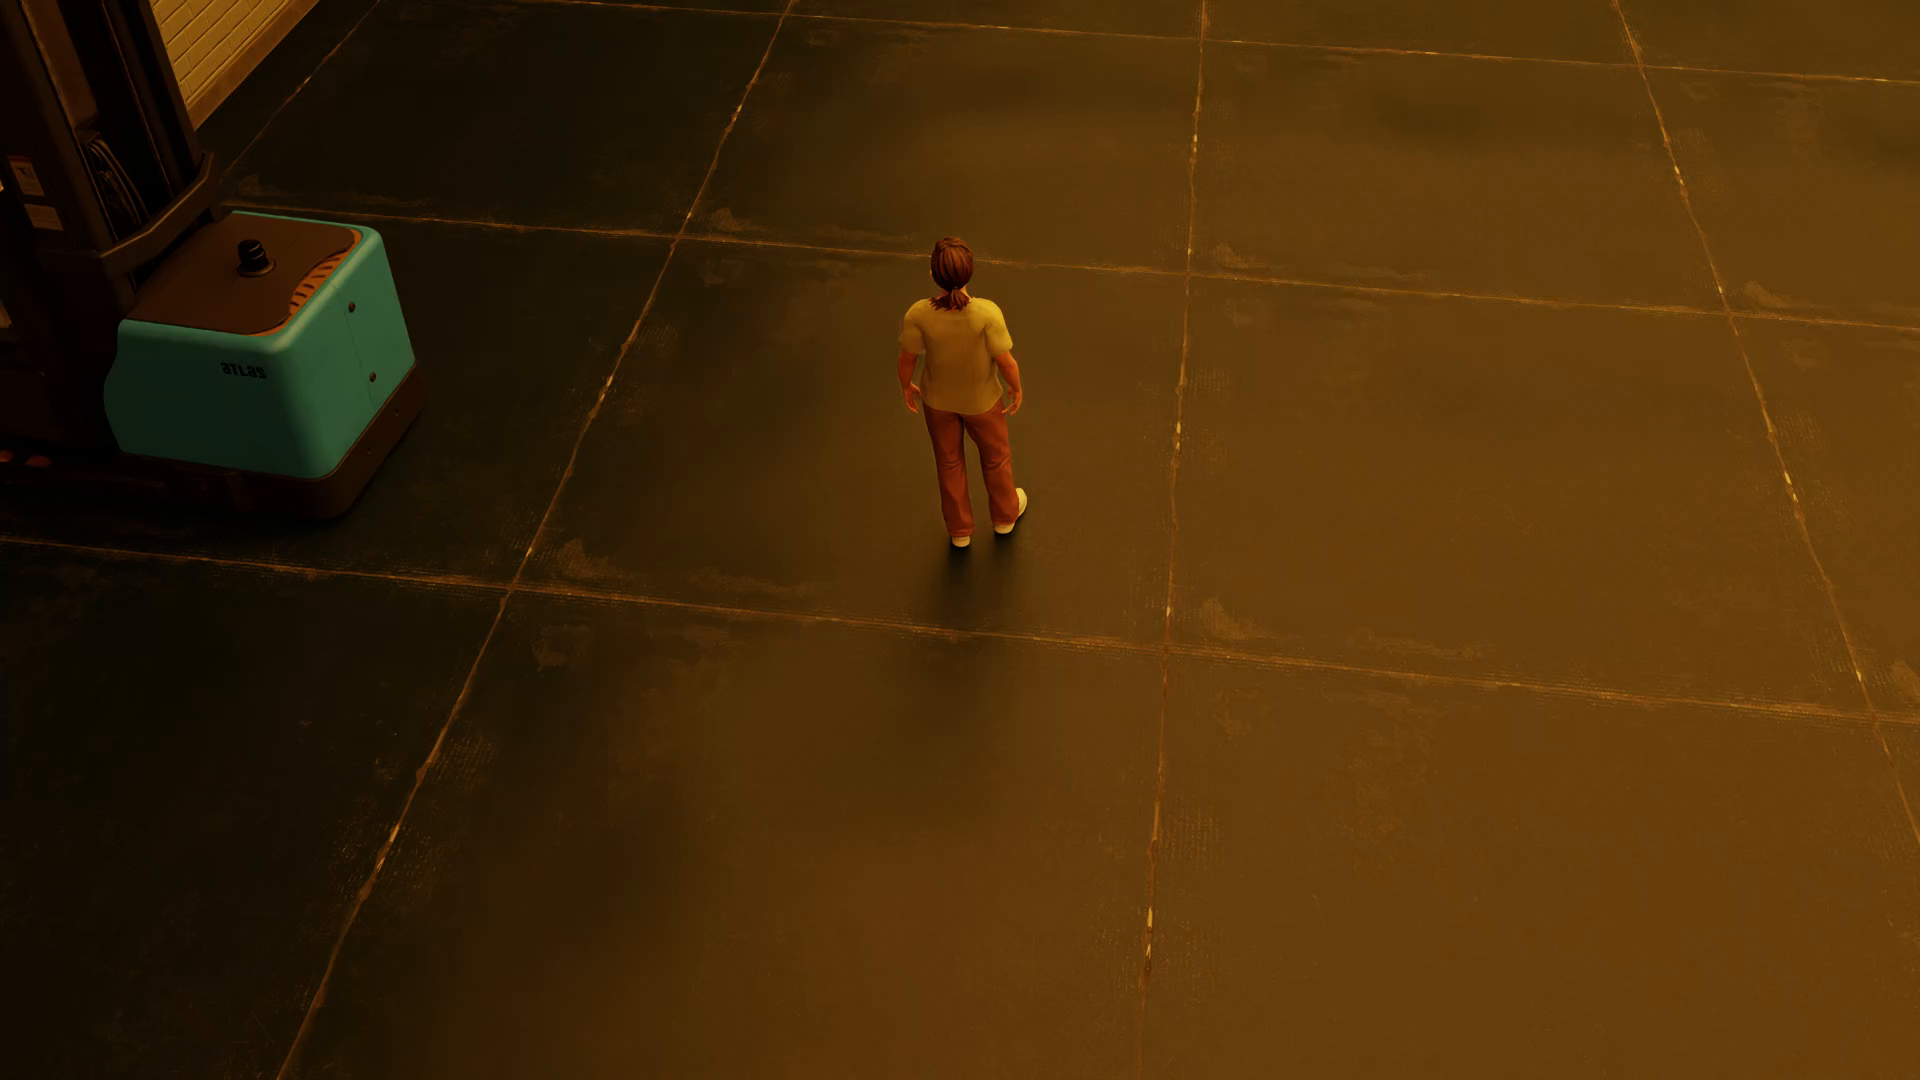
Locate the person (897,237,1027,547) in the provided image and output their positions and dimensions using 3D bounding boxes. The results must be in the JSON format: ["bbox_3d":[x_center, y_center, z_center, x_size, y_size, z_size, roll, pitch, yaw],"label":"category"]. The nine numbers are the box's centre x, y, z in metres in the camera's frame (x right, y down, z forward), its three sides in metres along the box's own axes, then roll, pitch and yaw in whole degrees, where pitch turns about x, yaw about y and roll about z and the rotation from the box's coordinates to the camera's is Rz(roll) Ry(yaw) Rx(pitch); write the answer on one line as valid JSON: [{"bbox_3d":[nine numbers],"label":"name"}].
[{"bbox_3d":[0.020,-0.671,7.372,0.555,1.675,0.549,5,43,6],"label":"person"}]

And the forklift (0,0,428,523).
[{"bbox_3d":[-4.314,-1.672,7.544,3.031,2.935,1.130,8,43,9],"label":"forklift"}]
